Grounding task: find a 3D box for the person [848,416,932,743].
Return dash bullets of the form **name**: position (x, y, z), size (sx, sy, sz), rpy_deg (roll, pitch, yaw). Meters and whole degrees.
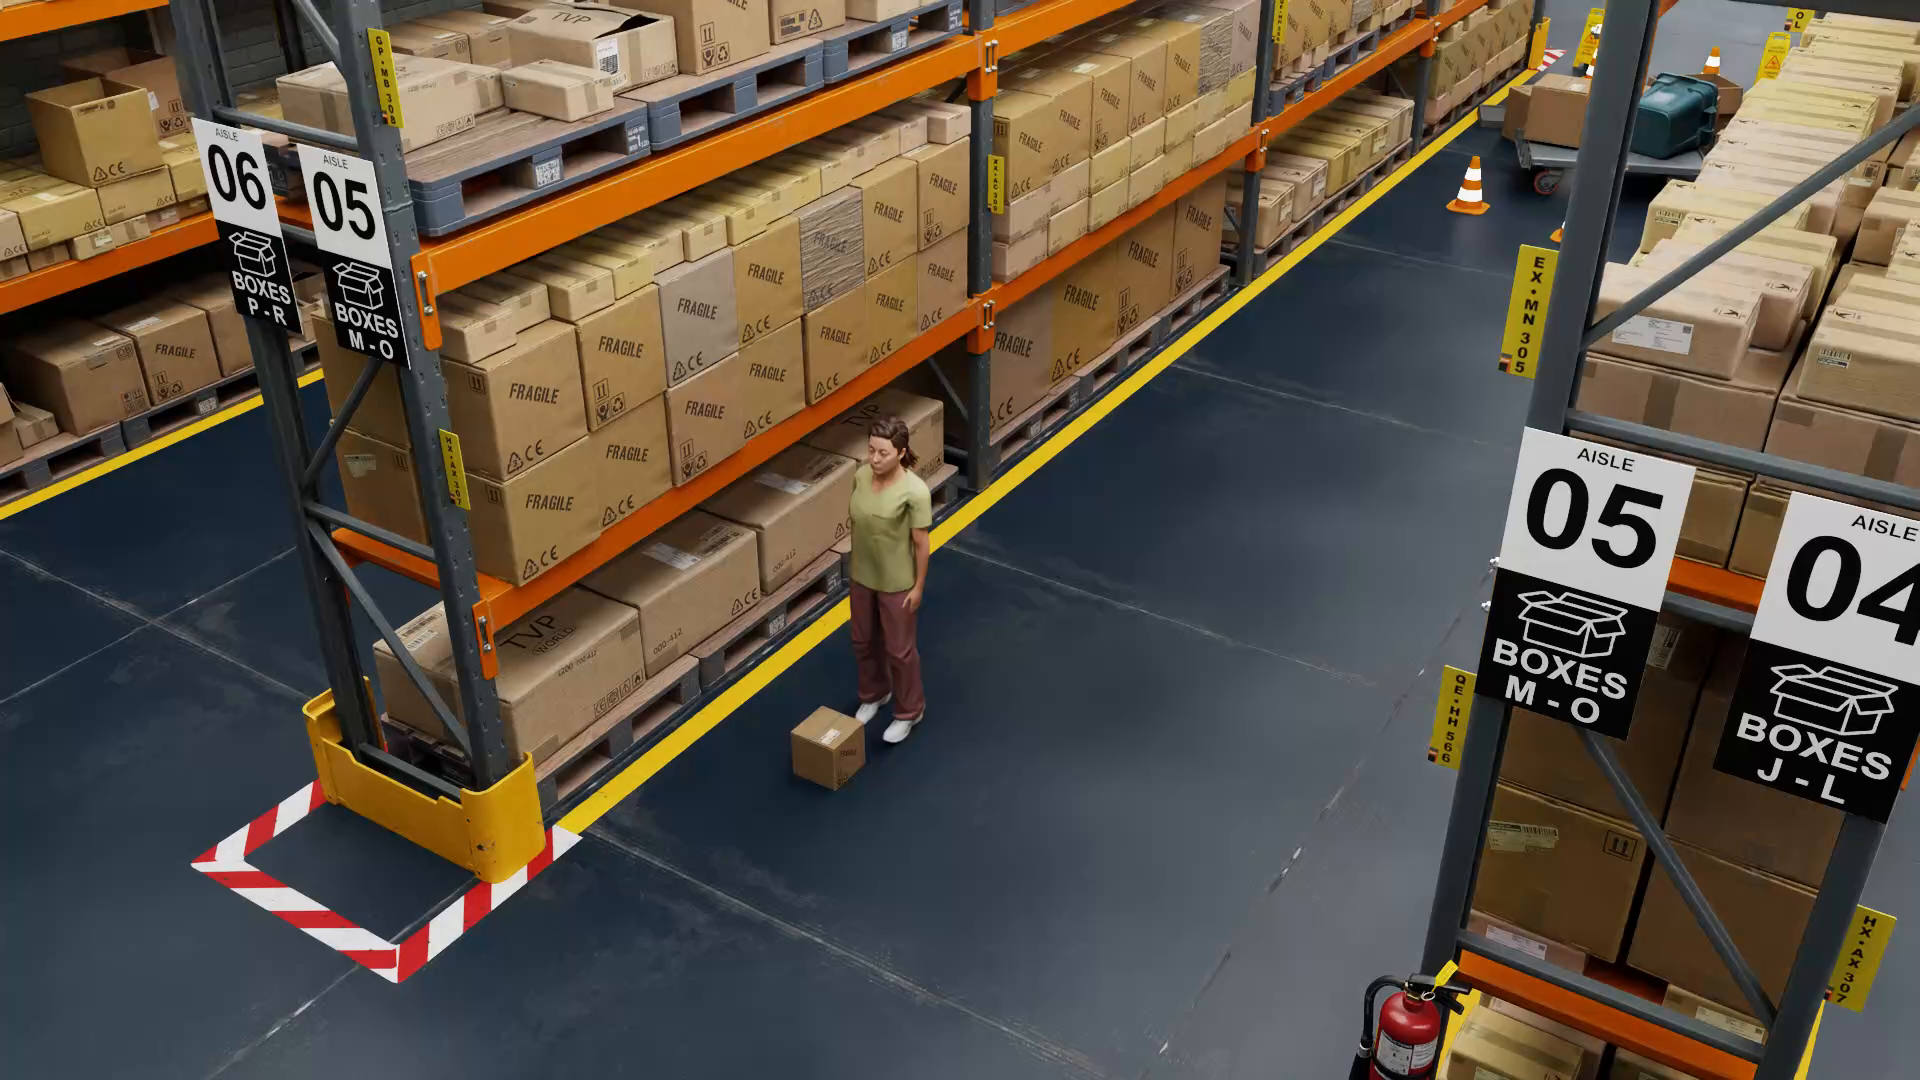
- **person**: position (-0.340, 0.195, 7.892), size (0.439, 1.696, 0.372), rpy_deg (20, 36, 30)
